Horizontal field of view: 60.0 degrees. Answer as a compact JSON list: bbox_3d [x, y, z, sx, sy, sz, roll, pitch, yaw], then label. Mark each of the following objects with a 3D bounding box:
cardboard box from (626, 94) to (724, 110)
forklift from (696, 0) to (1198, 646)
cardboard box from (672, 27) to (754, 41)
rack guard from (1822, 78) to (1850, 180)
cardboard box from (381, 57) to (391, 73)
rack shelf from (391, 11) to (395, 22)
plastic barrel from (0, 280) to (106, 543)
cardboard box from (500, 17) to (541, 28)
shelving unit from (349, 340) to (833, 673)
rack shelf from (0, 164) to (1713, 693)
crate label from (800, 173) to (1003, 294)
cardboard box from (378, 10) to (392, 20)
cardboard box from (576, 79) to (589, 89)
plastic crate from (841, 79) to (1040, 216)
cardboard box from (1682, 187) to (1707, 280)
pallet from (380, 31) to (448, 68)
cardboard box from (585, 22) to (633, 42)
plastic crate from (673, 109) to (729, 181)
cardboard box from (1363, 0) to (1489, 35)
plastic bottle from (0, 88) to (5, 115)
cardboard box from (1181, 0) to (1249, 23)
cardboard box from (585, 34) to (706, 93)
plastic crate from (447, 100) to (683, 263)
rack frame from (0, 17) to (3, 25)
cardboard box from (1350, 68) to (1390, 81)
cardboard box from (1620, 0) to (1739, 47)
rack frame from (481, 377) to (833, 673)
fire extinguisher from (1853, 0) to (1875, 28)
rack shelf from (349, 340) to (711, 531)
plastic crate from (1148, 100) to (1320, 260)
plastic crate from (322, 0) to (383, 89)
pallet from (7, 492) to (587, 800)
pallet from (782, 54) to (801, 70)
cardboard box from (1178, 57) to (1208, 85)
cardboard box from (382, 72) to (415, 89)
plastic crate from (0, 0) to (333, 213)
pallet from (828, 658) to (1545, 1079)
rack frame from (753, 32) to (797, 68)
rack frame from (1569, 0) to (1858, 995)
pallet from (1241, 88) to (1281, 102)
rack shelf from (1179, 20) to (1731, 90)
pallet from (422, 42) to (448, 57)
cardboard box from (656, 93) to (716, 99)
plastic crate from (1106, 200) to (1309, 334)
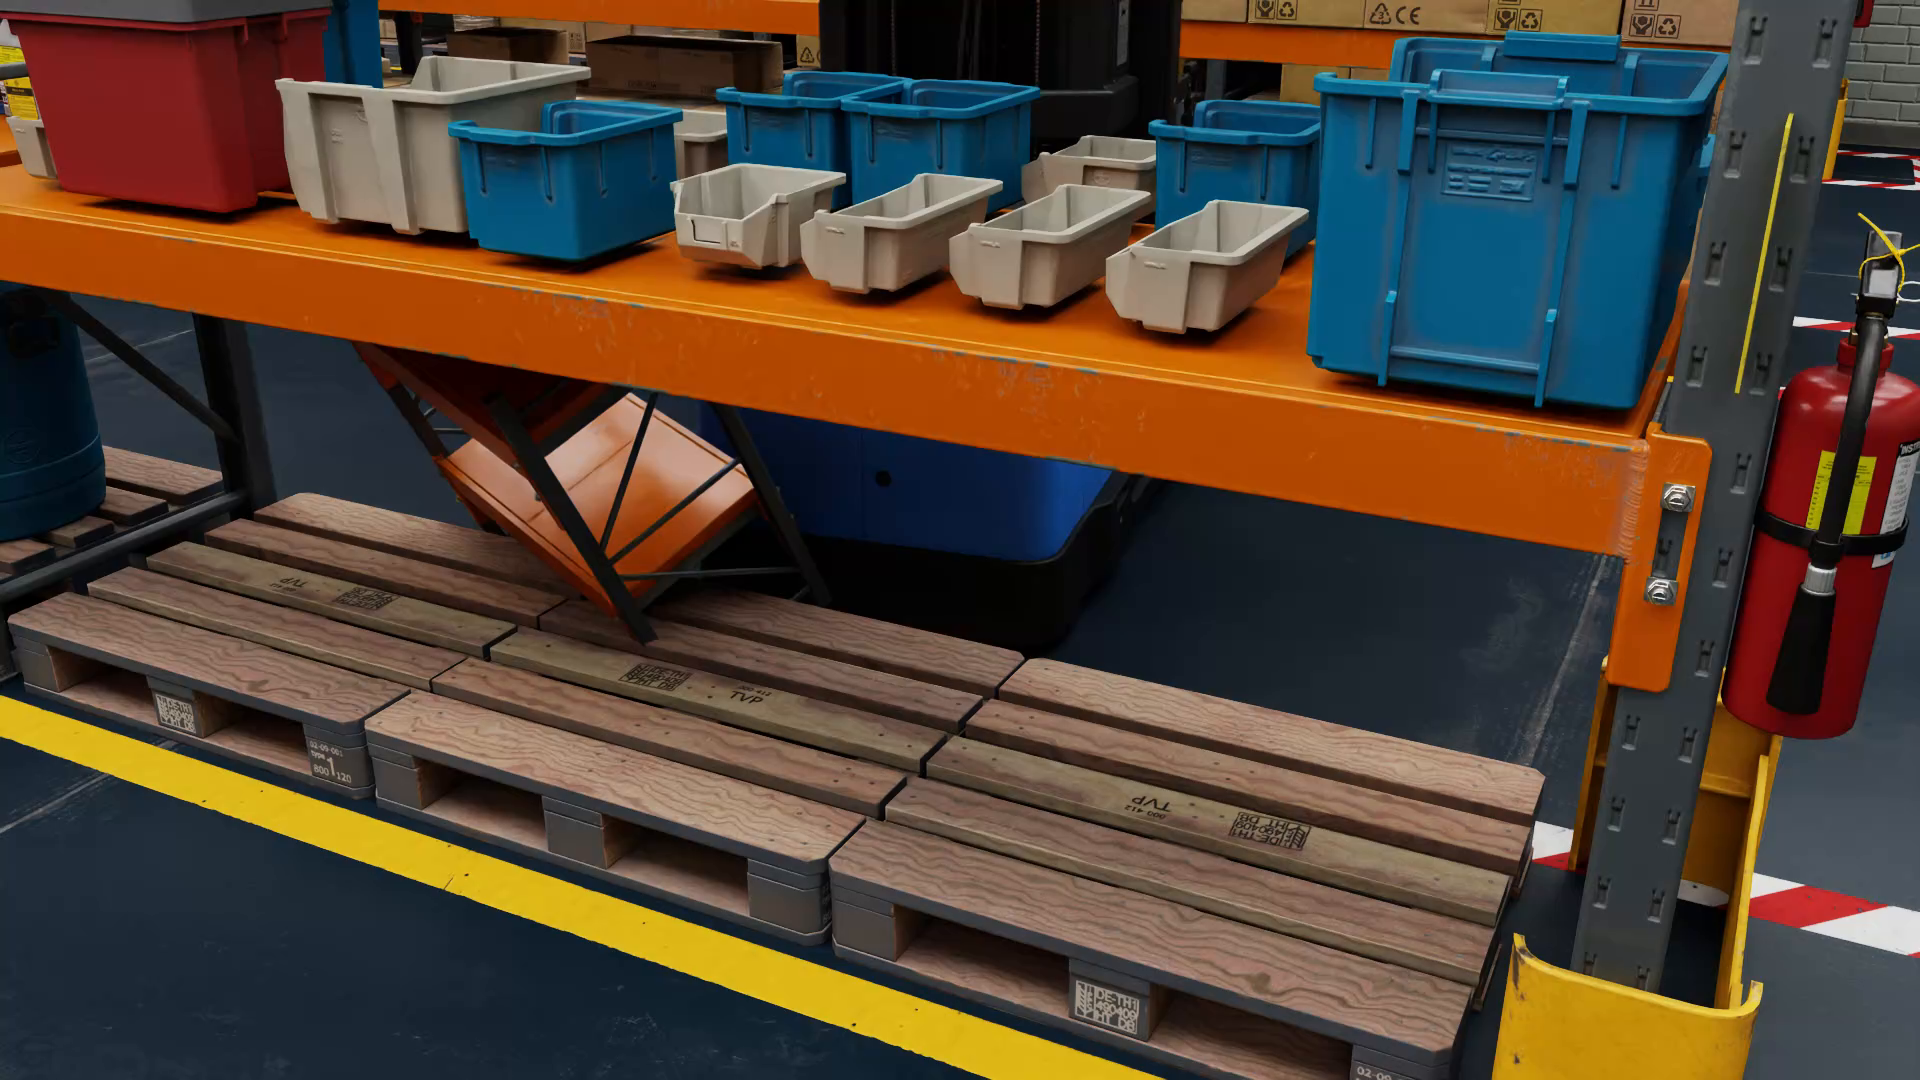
[{"bbox_3d":[-1.575,-2.119,9.032,0.500,0.500,0.500,12,26,25],"label":"cardboard box"},{"bbox_3d":[0.204,-1.616,5.306,1.130,2.935,3.031,7,24,16],"label":"forklift"},{"bbox_3d":[-2.125,-4.499,14.628,0.500,0.500,0.700,12,26,25],"label":"cardboard box"},{"bbox_3d":[5.702,-2.771,11.127,0.348,0.500,1.175,11,25,25],"label":"rack guard"},{"bbox_3d":[-4.025,-2.988,10.704,0.500,0.311,0.500,12,26,26],"label":"cardboard box"},{"bbox_3d":[-5.475,-3.629,10.871,4.000,0.370,1.077,11,25,25],"label":"rack shelf"},{"bbox_3d":[-2.837,-0.501,4.741,0.708,0.901,0.600,11,25,25],"label":"plastic barrel"},{"bbox_3d":[-3.880,-4.899,15.568,0.500,0.500,0.700,11,25,24],"label":"cardboard box"},{"bbox_3d":[-1.016,-0.270,4.368,0.538,1.125,1.048,-41,46,-19],"label":"shelving unit"},{"bbox_3d":[-0.574,-0.487,3.483,4.000,0.370,1.077,11,25,25],"label":"rack shelf"},{"bbox_3d":[-0.111,-0.549,2.969,0.243,0.136,0.396,11,25,25],"label":"crate label"},{"bbox_3d":[-5.973,-5.266,16.431,0.500,0.500,0.500,9,25,21],"label":"cardboard box"},{"bbox_3d":[-2.288,-2.485,9.892,0.500,0.500,0.500,10,25,23],"label":"cardboard box"},{"bbox_3d":[-0.036,-0.807,3.452,0.300,0.233,0.416,11,25,25],"label":"plastic crate"},{"bbox_3d":[2.852,-1.257,7.004,0.500,0.500,0.500,11,25,25],"label":"cardboard box"},{"bbox_3d":[-5.644,-4.867,16.426,1.213,0.211,1.003,11,25,25],"label":"pallet"},{"bbox_3d":[-2.988,-4.709,15.121,0.500,0.500,0.700,11,25,24],"label":"cardboard box"},{"bbox_3d":[-0.669,-0.875,3.736,0.466,0.136,0.293,11,25,25],"label":"plastic crate"},{"bbox_3d":[2.019,-2.405,6.945,0.500,0.500,0.500,11,26,25],"label":"cardboard box"},{"bbox_3d":[-2.811,-1.381,4.829,0.097,0.271,0.097,0,23,0],"label":"plastic bottle"},{"bbox_3d":[1.115,-2.583,7.364,0.500,0.500,0.500,11,25,24],"label":"cardboard box"},{"bbox_3d":[-1.783,-2.734,9.519,0.500,0.250,0.500,11,25,24],"label":"cardboard box"},{"bbox_3d":[-0.738,-0.689,3.175,0.300,0.233,0.416,11,25,25],"label":"plastic crate"},{"bbox_3d":[-7.260,-4.314,11.560,0.127,3.000,1.000,11,25,25],"label":"rack frame"},{"bbox_3d":[3.179,-3.417,12.109,0.500,0.500,0.700,11,25,24],"label":"cardboard box"},{"bbox_3d":[2.926,-2.225,6.521,0.500,0.500,0.500,12,26,26],"label":"cardboard box"},{"bbox_3d":[-0.688,-0.071,4.035,0.500,1.125,0.032,-41,46,-19],"label":"rack frame"},{"bbox_3d":[5.607,-3.530,10.294,0.183,0.674,0.296,11,25,25],"label":"fire extinguisher"},{"bbox_3d":[-1.098,-0.468,4.169,0.538,0.278,1.000,-41,46,-19],"label":"rack shelf"},{"bbox_3d":[0.551,-0.691,3.179,0.300,0.233,0.416,11,25,25],"label":"plastic crate"},{"bbox_3d":[-1.789,-1.229,4.250,0.575,0.384,0.392,11,25,25],"label":"plastic crate"},{"bbox_3d":[-1.685,0.228,4.445,1.213,0.211,1.003,11,25,25],"label":"pallet"},{"bbox_3d":[-2.155,-4.193,14.841,1.213,0.211,1.003,11,25,25],"label":"pallet"},{"bbox_3d":[1.472,-3.905,12.810,0.750,0.750,0.750,12,26,25],"label":"cardboard box"},{"bbox_3d":[-3.413,-2.479,9.879,0.500,0.500,0.500,12,26,27],"label":"cardboard box"},{"bbox_3d":[-1.675,-0.984,3.571,0.583,0.464,0.402,11,25,25],"label":"plastic crate"},{"bbox_3d":[0.492,0.659,3.431,1.213,0.211,1.003,11,25,25],"label":"pallet"},{"bbox_3d":[-1.459,-5.338,13.969,0.127,3.000,1.000,11,25,25],"label":"rack frame"},{"bbox_3d":[1.211,-0.465,2.511,0.127,3.000,1.000,11,25,25],"label":"rack frame"},{"bbox_3d":[2.754,-3.187,12.474,1.213,0.211,1.003,11,25,25],"label":"pallet"},{"bbox_3d":[1.664,-2.217,7.549,4.000,0.370,1.077,11,25,25],"label":"rack shelf"},{"bbox_3d":[-4.333,-4.624,15.854,1.213,0.211,1.003,11,25,25],"label":"pallet"},{"bbox_3d":[-1.366,-2.305,9.469,0.500,0.500,0.500,12,26,25],"label":"cardboard box"},{"bbox_3d":[0.401,-0.452,2.741,0.243,0.136,0.396,11,25,25],"label":"plastic crate"}]
